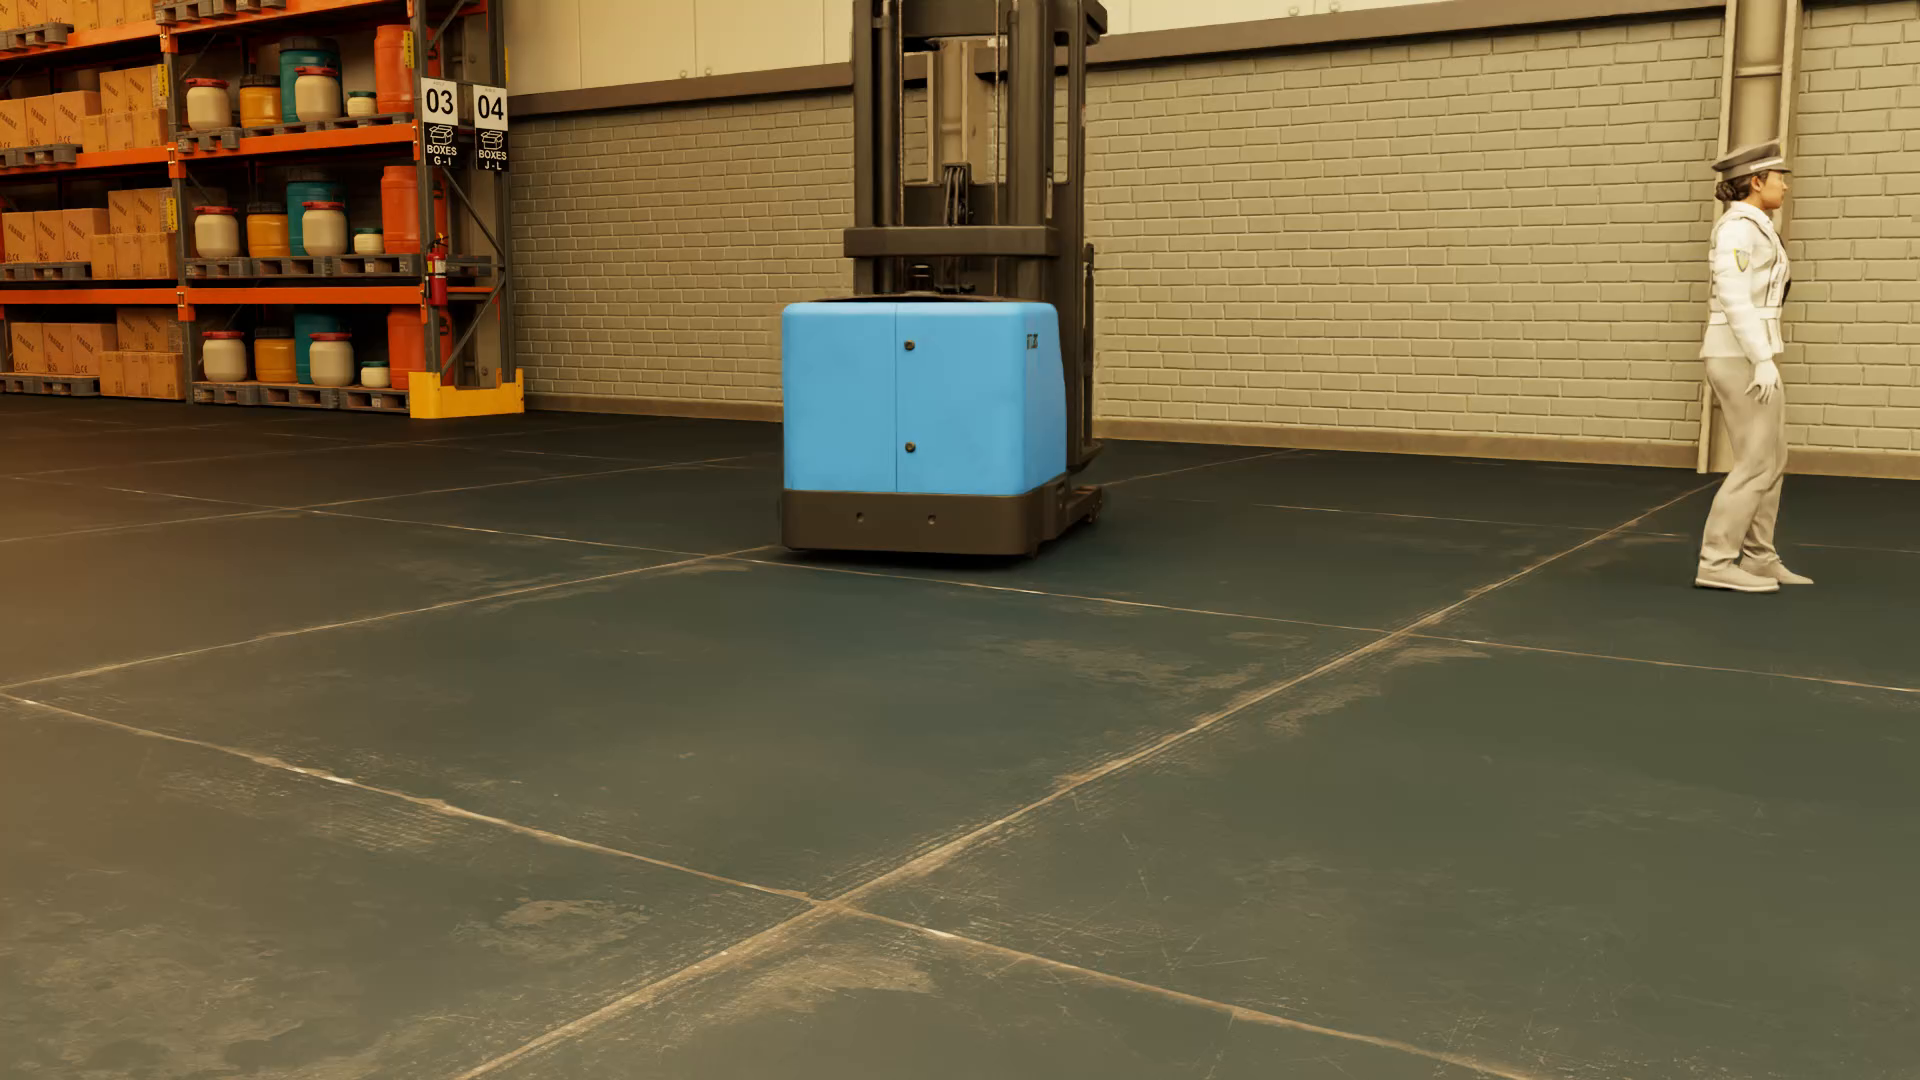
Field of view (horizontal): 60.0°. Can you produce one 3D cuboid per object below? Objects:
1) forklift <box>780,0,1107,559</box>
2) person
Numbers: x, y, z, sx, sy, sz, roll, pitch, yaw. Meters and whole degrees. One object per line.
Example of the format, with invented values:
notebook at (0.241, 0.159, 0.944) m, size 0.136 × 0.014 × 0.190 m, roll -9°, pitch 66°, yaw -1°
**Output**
forklift at (0.096, -1.539, 8.015) m, size 1.130 × 2.935 × 3.031 m, roll 2°, pitch 8°, yaw 13°
person at (3.024, -0.639, 6.253) m, size 0.455 × 1.715 × 0.566 m, roll 4°, pitch 9°, yaw 24°
